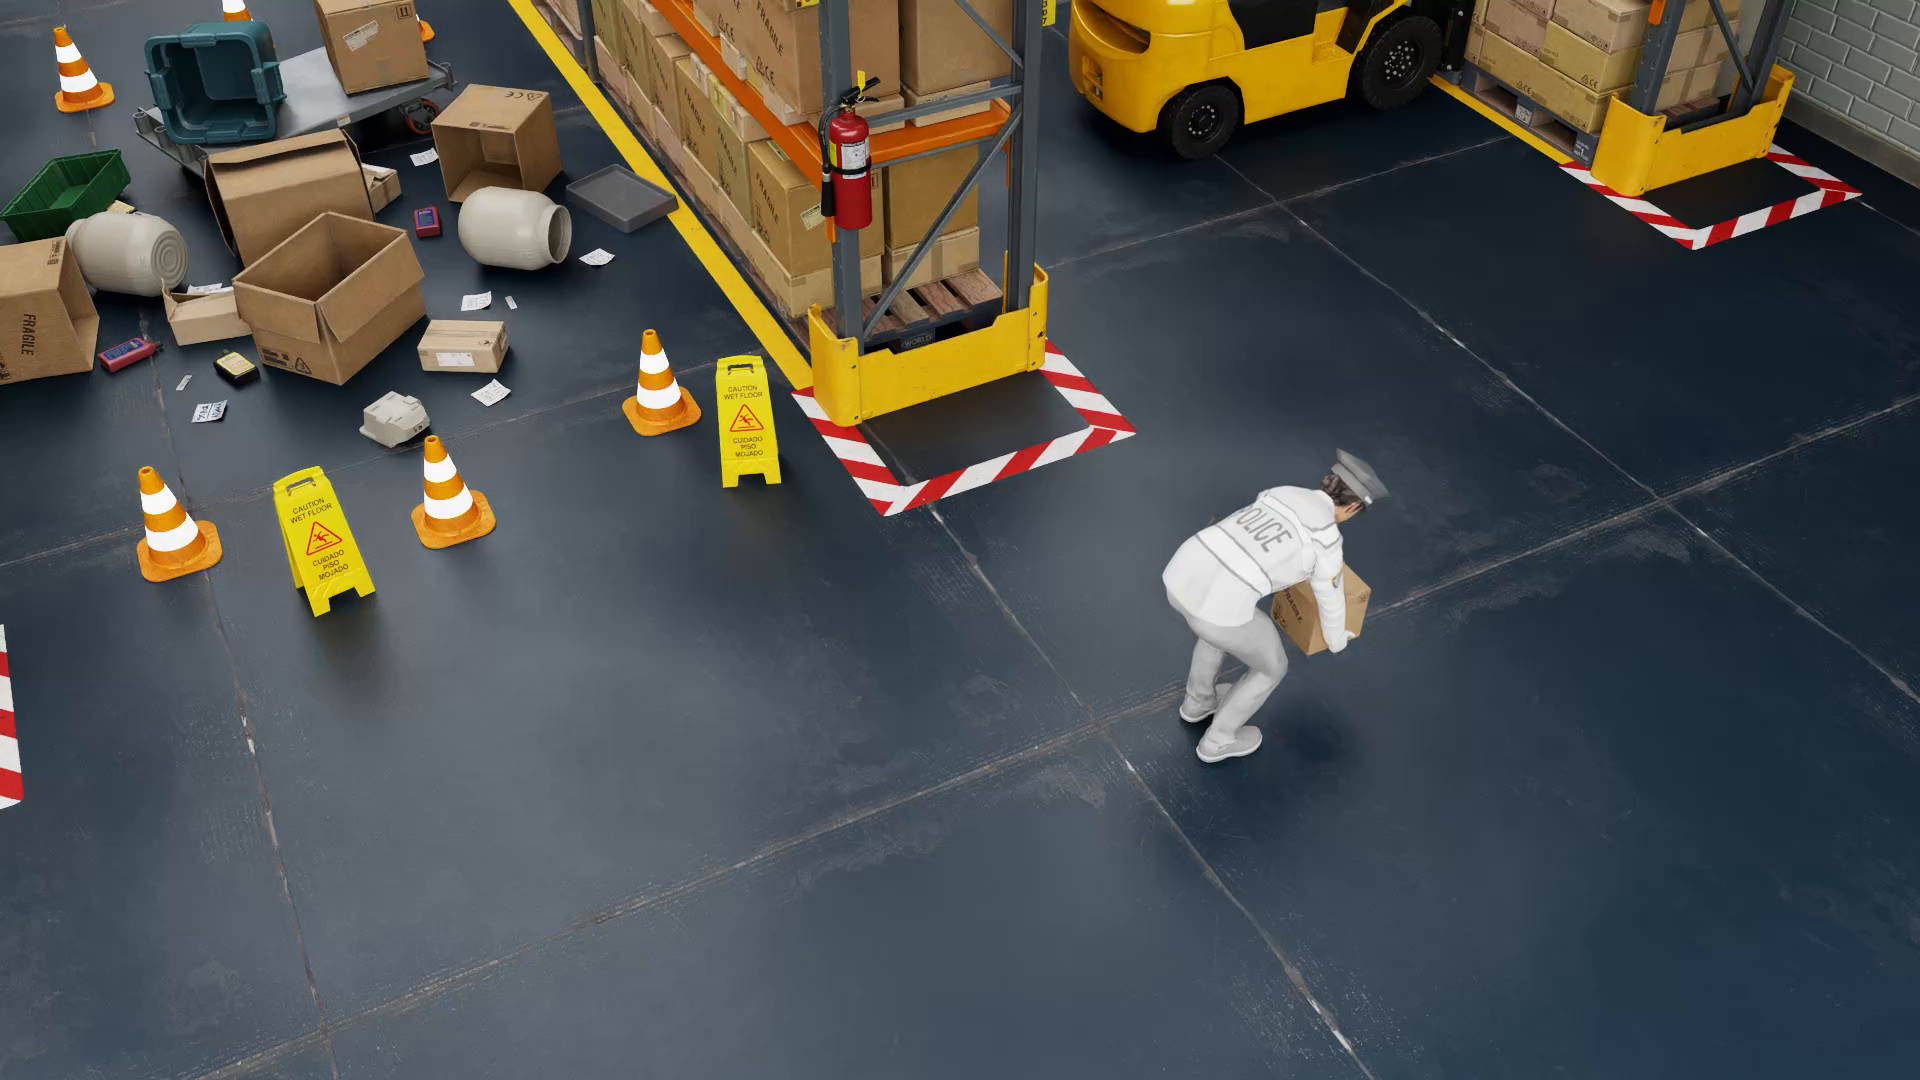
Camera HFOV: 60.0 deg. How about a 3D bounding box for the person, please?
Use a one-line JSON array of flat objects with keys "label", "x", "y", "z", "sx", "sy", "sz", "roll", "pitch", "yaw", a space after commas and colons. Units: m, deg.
[{"label": "person", "x": 1.169, "y": 0.246, "z": 6.257, "sx": 0.912, "sy": 1.168, "sz": 0.432, "roll": -21, "pitch": 46, "yaw": -22}]
